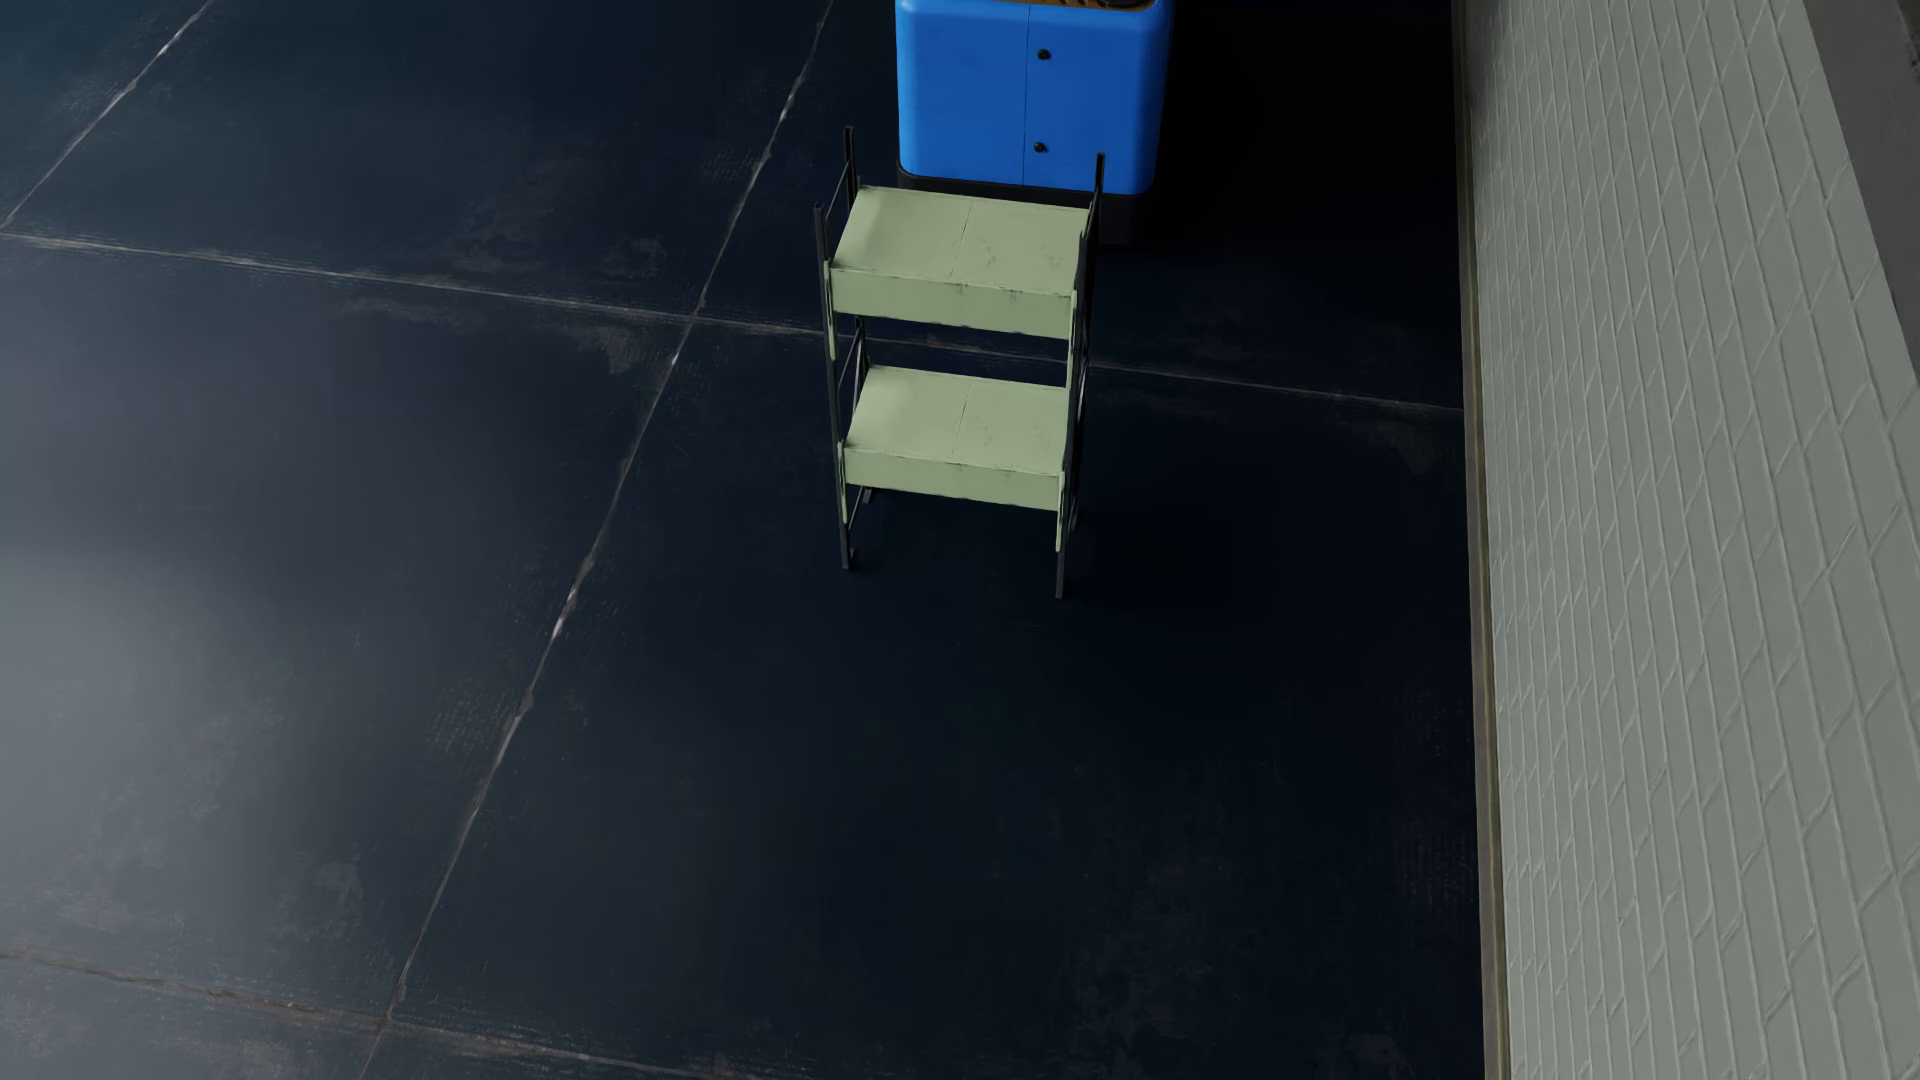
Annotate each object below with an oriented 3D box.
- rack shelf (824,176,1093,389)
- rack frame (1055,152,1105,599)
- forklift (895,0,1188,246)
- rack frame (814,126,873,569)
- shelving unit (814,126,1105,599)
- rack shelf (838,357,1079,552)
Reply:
[{"bbox_3d":[0.007,-0.761,4.901,0.720,0.370,0.431,8,49,7],"label":"rack shelf"},{"bbox_3d":[0.367,-0.452,5.148,0.023,1.500,0.400,8,49,7],"label":"rack frame"},{"bbox_3d":[0.481,-3.281,6.728,1.130,2.935,3.031,7,48,6],"label":"forklift"},{"bbox_3d":[-0.354,-0.549,5.235,0.023,1.500,0.400,8,49,7],"label":"rack frame"},{"bbox_3d":[0.007,-0.500,5.191,0.755,1.500,0.431,8,49,7],"label":"shelving unit"},{"bbox_3d":[0.007,-0.283,5.434,0.720,0.370,0.431,8,49,7],"label":"rack shelf"}]
